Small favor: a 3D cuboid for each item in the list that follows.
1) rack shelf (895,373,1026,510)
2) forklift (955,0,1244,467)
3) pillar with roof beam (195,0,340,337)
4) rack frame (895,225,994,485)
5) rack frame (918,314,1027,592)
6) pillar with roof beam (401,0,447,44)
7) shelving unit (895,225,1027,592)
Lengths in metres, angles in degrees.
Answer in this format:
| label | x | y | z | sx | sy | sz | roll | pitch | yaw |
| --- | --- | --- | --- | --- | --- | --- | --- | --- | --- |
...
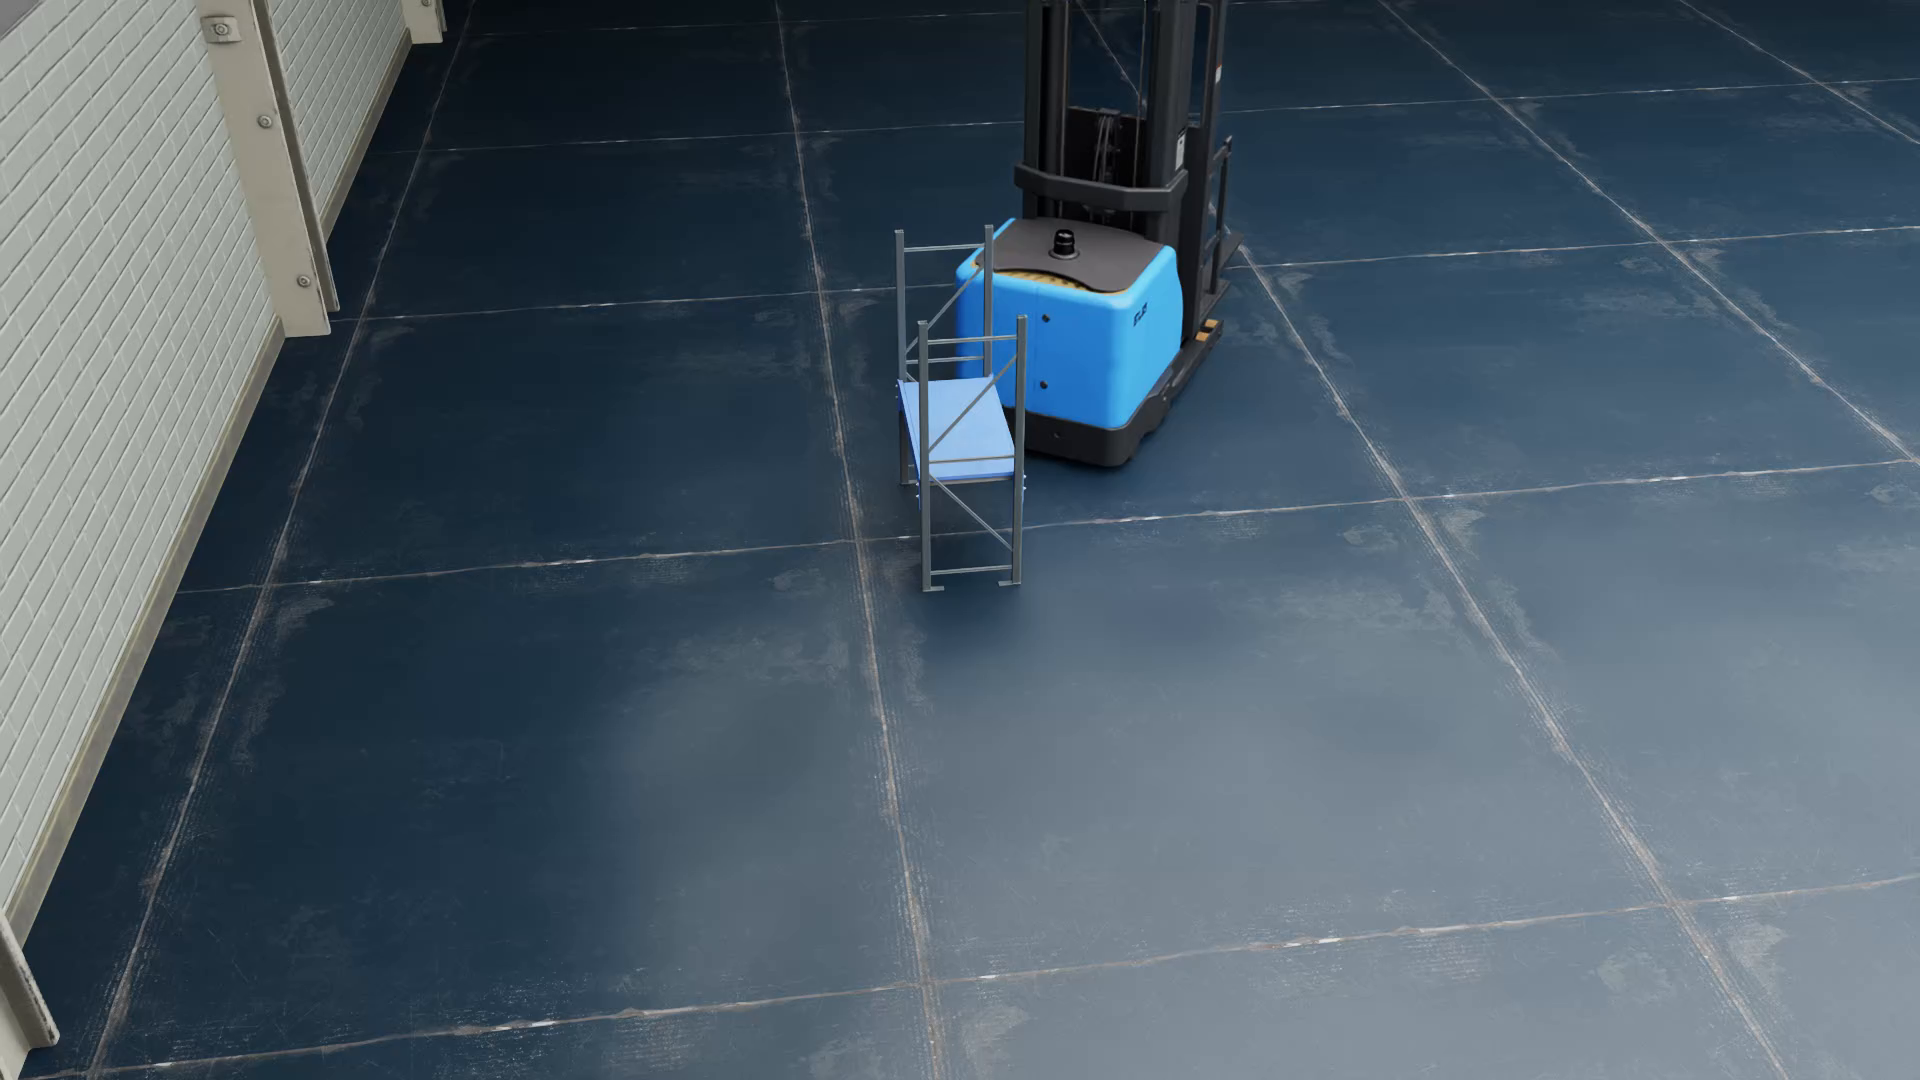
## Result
| label | x | y | z | sx | sy | sz | roll | pitch | yaw |
| --- | --- | --- | --- | --- | --- | --- | --- | --- | --- |
| rack shelf | -0.011 | -0.519 | 8.499 | 0.538 | 0.185 | 1.000 | -4 | 35 | -6 |
| forklift | 1.025 | -2.437 | 9.723 | 1.130 | 2.935 | 3.031 | 14 | 37 | 20 |
| pillar with roof beam | 0.035 | -5.463 | 8.776 | 9.100 | 9.000 | 0.400 | -4 | 35 | -6 |
| rack frame | -0.080 | -0.951 | 8.814 | 0.500 | 1.500 | 0.032 | -4 | 35 | -6 |
| rack frame | 0.057 | -0.384 | 7.981 | 0.500 | 1.500 | 0.032 | -4 | 35 | -6 |
| pillar with roof beam | -0.772 | -8.812 | 13.689 | 9.100 | 9.000 | 0.400 | -4 | 35 | -6 |
| shelving unit | -0.011 | -0.667 | 8.397 | 0.538 | 1.500 | 1.048 | -4 | 35 | -6 |
